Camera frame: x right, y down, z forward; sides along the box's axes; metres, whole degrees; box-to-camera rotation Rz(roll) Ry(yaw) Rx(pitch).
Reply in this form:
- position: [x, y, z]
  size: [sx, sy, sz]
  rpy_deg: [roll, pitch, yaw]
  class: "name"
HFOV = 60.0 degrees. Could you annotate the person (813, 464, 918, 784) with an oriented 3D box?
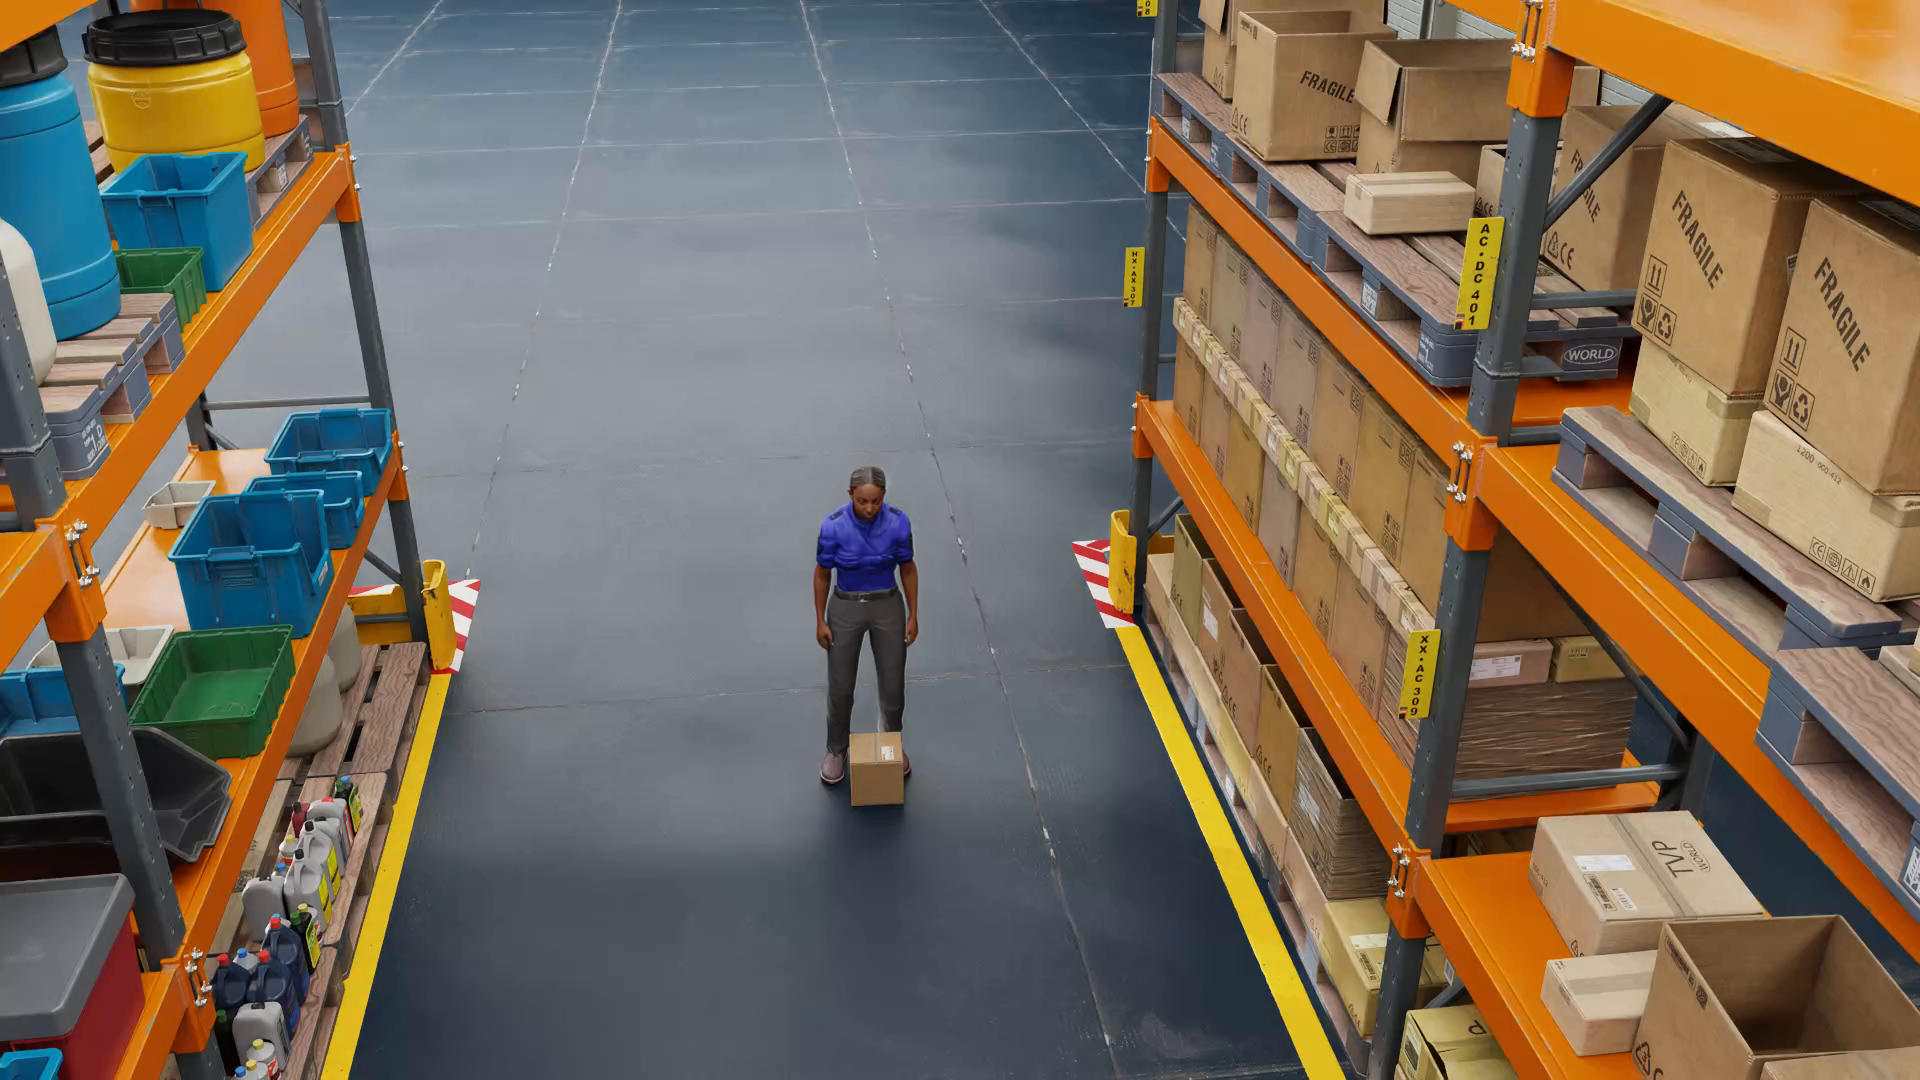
- position: [-0.447, 0.373, 7.901]
  size: [0.505, 1.655, 0.346]
  rpy_deg: [-3, 28, -7]
  class: "person"
